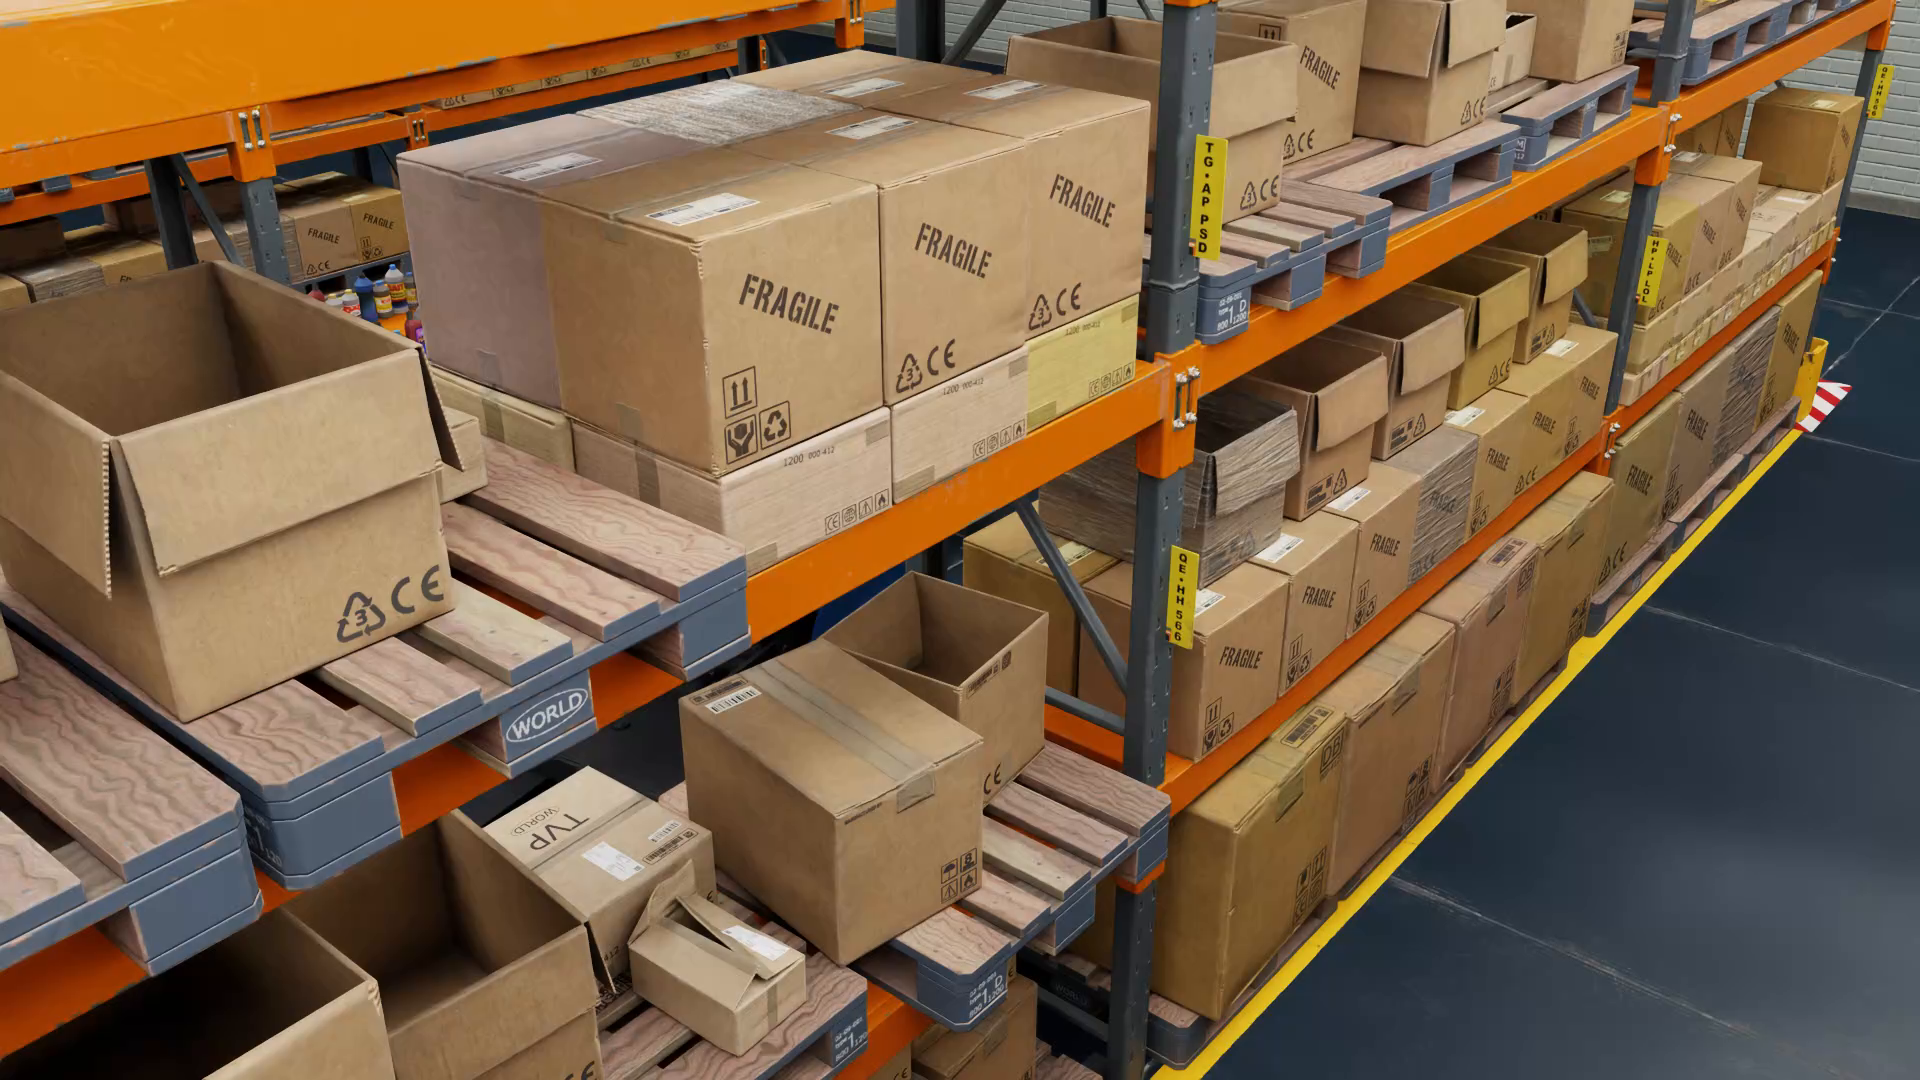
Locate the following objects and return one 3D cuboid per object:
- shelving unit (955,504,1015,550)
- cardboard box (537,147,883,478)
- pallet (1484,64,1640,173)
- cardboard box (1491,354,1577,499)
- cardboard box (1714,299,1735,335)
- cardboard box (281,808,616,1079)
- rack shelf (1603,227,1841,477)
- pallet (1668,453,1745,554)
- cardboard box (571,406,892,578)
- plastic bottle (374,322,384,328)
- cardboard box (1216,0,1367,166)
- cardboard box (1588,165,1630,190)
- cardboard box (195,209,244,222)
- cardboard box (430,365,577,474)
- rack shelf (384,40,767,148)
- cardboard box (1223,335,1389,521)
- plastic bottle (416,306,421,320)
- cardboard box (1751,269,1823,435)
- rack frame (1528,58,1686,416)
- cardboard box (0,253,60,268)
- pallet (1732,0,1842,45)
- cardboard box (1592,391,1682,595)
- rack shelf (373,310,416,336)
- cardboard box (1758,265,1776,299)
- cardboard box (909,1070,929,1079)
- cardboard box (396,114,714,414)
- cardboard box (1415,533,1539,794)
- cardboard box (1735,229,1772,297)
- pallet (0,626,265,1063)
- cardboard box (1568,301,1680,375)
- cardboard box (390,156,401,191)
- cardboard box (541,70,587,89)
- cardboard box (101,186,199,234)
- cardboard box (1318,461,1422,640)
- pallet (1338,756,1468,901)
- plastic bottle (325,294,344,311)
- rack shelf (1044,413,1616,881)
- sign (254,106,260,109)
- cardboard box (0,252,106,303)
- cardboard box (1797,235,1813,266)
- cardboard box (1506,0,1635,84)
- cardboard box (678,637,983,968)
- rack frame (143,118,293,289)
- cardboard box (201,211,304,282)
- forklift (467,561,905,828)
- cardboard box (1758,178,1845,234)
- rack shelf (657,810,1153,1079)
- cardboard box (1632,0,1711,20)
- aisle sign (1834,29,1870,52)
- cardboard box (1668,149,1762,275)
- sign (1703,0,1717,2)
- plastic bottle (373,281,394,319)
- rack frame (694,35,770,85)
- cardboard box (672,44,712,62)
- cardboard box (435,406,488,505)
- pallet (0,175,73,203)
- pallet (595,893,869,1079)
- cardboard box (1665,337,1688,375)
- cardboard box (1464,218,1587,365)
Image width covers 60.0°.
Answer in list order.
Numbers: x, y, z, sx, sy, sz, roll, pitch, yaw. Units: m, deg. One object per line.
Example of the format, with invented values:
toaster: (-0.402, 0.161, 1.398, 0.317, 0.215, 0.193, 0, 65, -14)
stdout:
shelving unit: (0.105, -0.592, 9.588, 0.258, 1.200, 0.503, 21, 34, 34)
cardboard box: (-0.518, -0.503, 3.541, 0.500, 0.500, 0.500, 21, 34, 35)
pallet: (2.236, -1.829, 6.964, 0.805, 0.209, 1.217, 19, 33, 32)
cardboard box: (2.374, -0.546, 7.433, 0.500, 0.500, 0.500, 22, 35, 36)
cardboard box: (4.050, -1.277, 9.227, 0.380, 0.149, 0.250, 21, 34, 35)
cardboard box: (-1.276, 1.041, 3.903, 0.637, 0.503, 0.797, -24, 36, -39)
rack shelf: (4.053, -1.311, 9.802, 1.077, 0.370, 4.000, 21, 34, 34)
pallet: (4.101, -0.364, 10.223, 1.003, 0.211, 1.213, 21, 34, 34)
cardboard box: (-0.503, -0.171, 3.715, 0.500, 0.250, 0.500, 22, 34, 36)
plastic bottle: (-2.966, -0.985, 8.530, 0.097, 0.271, 0.097, 0, 27, 0)
cardboard box: (1.050, -1.635, 5.816, 0.500, 0.500, 0.500, 23, 35, 37)
cardboard box: (3.189, -1.737, 8.867, 0.500, 0.500, 0.500, 21, 34, 35)
cardboard box: (-6.011, -2.435, 13.434, 0.500, 0.500, 0.500, 21, 34, 35)
cardboard box: (-0.905, -0.309, 3.982, 0.500, 0.250, 0.500, 22, 34, 35)
rack shelf: (-3.589, -4.207, 15.401, 1.077, 0.370, 4.000, 21, 34, 34)
cardboard box: (1.131, -0.478, 6.208, 0.797, 0.503, 0.637, 22, 34, 36)
plastic bottle: (-2.766, -1.118, 8.782, 0.152, 0.276, 0.135, 21, 34, 34)
cardboard box: (4.980, -1.332, 10.915, 0.875, 0.875, 0.875, 21, 34, 34)
rack frame: (2.781, -0.921, 8.266, 1.000, 3.000, 0.127, 21, 34, 34)
cardboard box: (-6.991, -1.885, 12.370, 0.500, 0.500, 0.500, 22, 35, 36)
pallet: (4.086, -2.932, 8.984, 1.003, 0.211, 1.213, 21, 34, 34)
cardboard box: (3.262, -0.375, 9.065, 0.875, 0.875, 0.875, 21, 34, 34)
rack shelf: (-2.313, -1.340, 9.859, 1.077, 0.370, 4.000, 21, 34, 34)
cardboard box: (4.540, -1.551, 9.756, 0.380, 0.149, 0.250, 21, 34, 35)
cardboard box: (-0.517, 1.856, 5.140, 0.700, 0.500, 0.500, 18, 32, 30)
cardboard box: (-0.901, -0.651, 3.826, 0.500, 0.500, 0.500, 20, 33, 33)
cardboard box: (1.821, 0.386, 7.595, 1.225, 0.875, 0.875, 19, 33, 33)
cardboard box: (4.247, -1.609, 9.436, 0.500, 0.250, 0.500, 21, 34, 34)
pallet: (-1.833, 0.479, 2.500, 1.213, 0.211, 1.003, 21, 34, 34)
cardboard box: (3.282, -1.077, 8.406, 0.500, 0.250, 0.500, 20, 33, 34)
cardboard box: (-4.717, -3.188, 14.889, 0.500, 0.500, 0.500, 21, 34, 34)
cardboard box: (-3.683, -4.322, 14.732, 0.500, 0.500, 0.500, 21, 34, 34)
cardboard box: (-6.311, -2.603, 12.943, 0.500, 0.250, 0.500, 20, 33, 33)
cardboard box: (1.405, -0.006, 6.389, 0.500, 0.500, 0.500, 20, 33, 34)
pallet: (1.572, 1.048, 7.495, 1.003, 0.211, 1.213, 21, 34, 34)
plastic bottle: (-3.423, -1.248, 9.113, 0.097, 0.201, 0.097, 0, 27, 0)
rack shelf: (1.509, 0.108, 7.060, 1.077, 0.370, 4.000, 21, 34, 34)
sign: (-3.156, -2.078, 7.352, 0.100, 0.325, 0.005, 21, 34, 34)
cardboard box: (-6.566, -1.750, 12.109, 0.500, 0.500, 0.500, 19, 33, 33)
cardboard box: (5.027, -1.823, 10.284, 0.380, 0.149, 0.250, 21, 34, 35)
cardboard box: (2.420, -2.276, 7.054, 0.700, 0.500, 0.500, 22, 34, 36)
cardboard box: (-0.354, 0.696, 4.573, 0.500, 0.500, 0.700, -22, 35, -36)
rack frame: (-3.585, -0.950, 8.323, 1.000, 3.000, 0.127, 21, 34, 34)
cardboard box: (-5.594, -2.294, 13.161, 0.500, 0.500, 0.500, 21, 34, 35)
forklift: (-1.342, -0.191, 6.930, 1.130, 2.935, 3.031, 15, 31, 26)
cardboard box: (5.222, -2.155, 10.491, 0.500, 0.250, 0.500, 20, 33, 34)
rack shelf: (-1.036, 1.526, 4.319, 1.077, 0.370, 4.000, 21, 34, 34)
cardboard box: (3.232, -2.824, 8.005, 0.700, 0.500, 0.500, 19, 33, 32)
aisle sign: (5.602, -3.432, 10.290, 0.394, 0.787, 0.004, 21, 34, 34)
cardboard box: (3.929, -1.773, 8.936, 0.500, 0.500, 0.500, 20, 33, 33)
sign: (3.206, -2.468, 7.086, 0.100, 0.325, 0.005, 21, 34, 34)
plastic bottle: (-3.237, -1.351, 9.314, 0.097, 0.201, 0.097, 0, 27, 0)
rack frame: (-2.317, -5.236, 16.606, 1.000, 3.000, 0.127, 21, 34, 34)
cardboard box: (-2.719, -4.857, 15.765, 0.500, 0.500, 0.500, 21, 34, 35)
cardboard box: (-1.192, -0.194, 3.393, 0.380, 0.166, 0.250, 20, 33, 33)
pallet: (-7.028, -2.575, 11.672, 1.213, 0.211, 1.003, 21, 34, 34)
pallet: (-0.991, 1.296, 4.189, 1.003, 0.211, 1.213, 21, 34, 34)
cardboard box: (3.560, -1.004, 8.699, 0.380, 0.149, 0.250, 22, 35, 36)
cardboard box: (2.381, -1.182, 7.570, 0.797, 0.503, 0.637, 20, 33, 33)
